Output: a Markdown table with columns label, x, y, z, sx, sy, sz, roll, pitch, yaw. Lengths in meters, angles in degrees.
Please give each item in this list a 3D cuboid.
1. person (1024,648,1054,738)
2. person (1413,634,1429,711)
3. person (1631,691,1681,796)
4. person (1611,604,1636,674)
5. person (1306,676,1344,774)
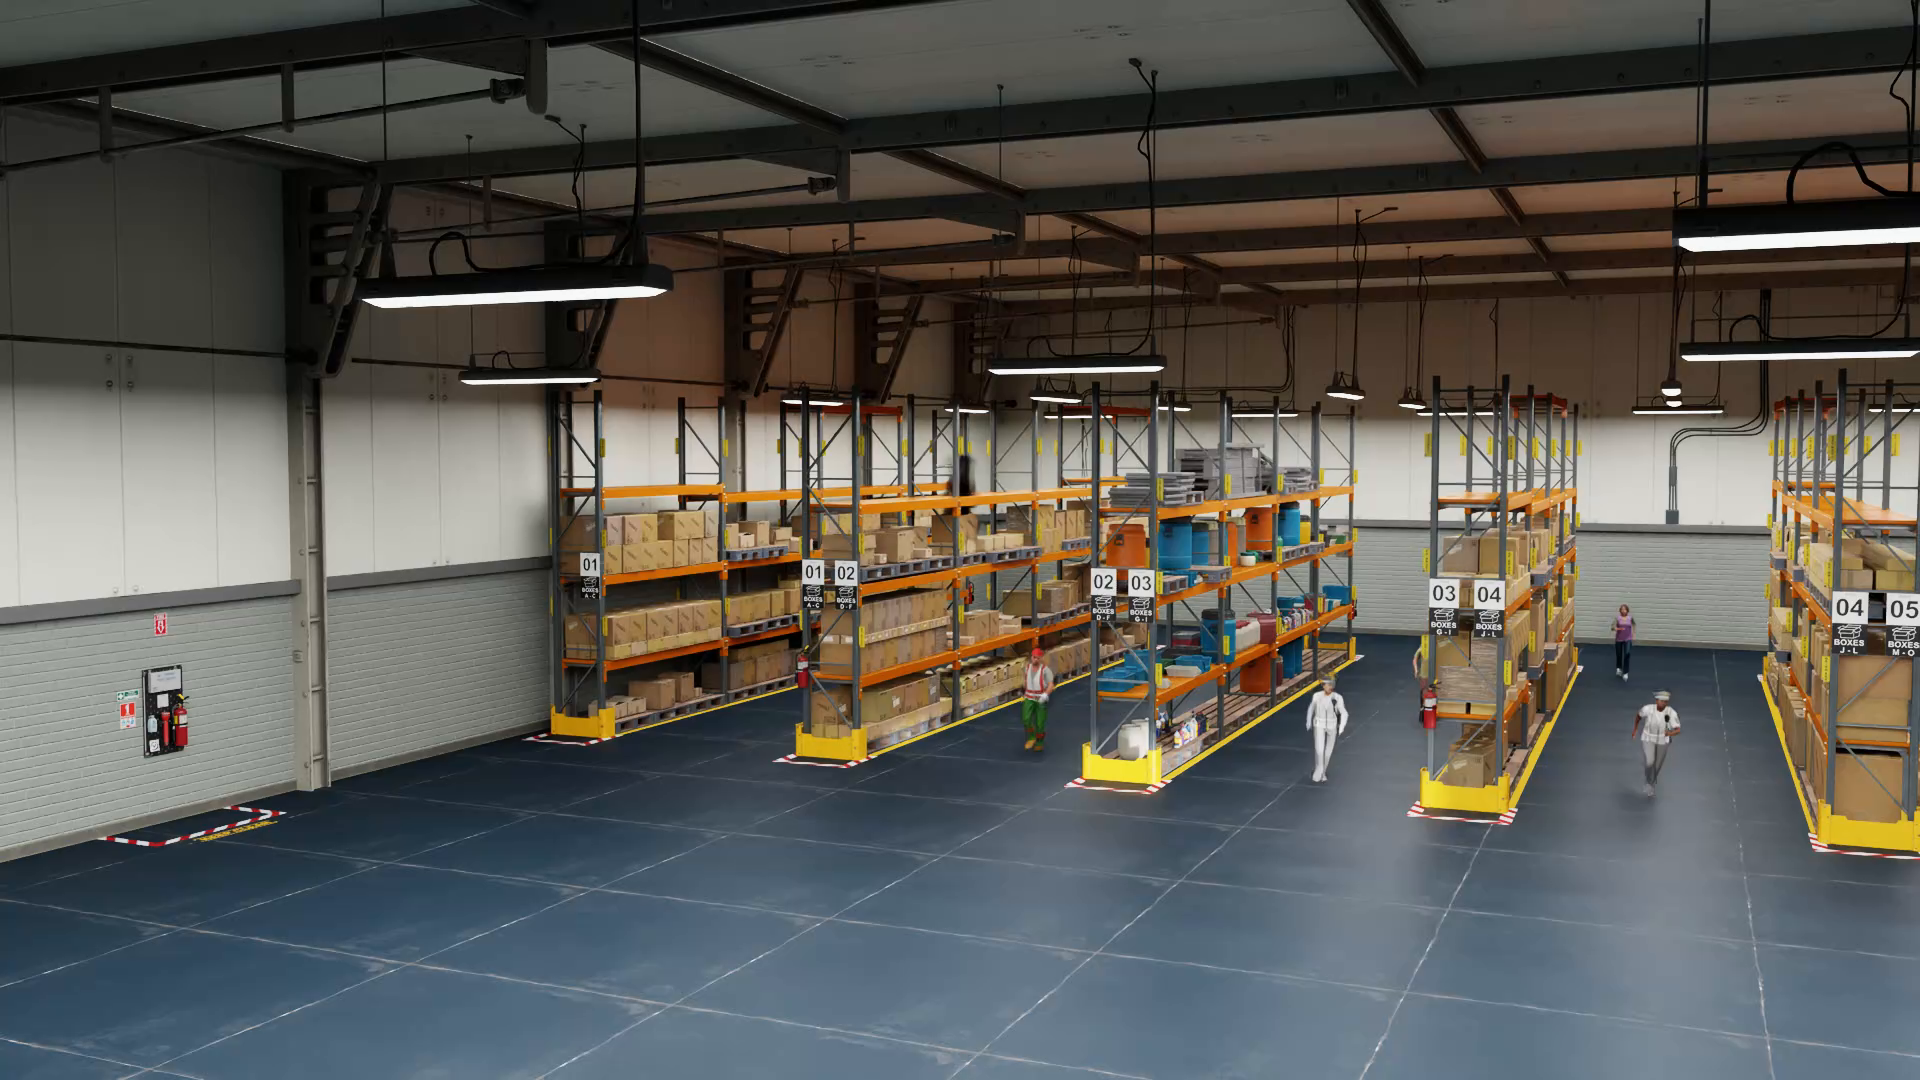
| label | x | y | z | sx | sy | sz | roll | pitch | yaw |
| --- | --- | --- | --- | --- | --- | --- | --- | --- | --- |
| person | -1.347 | 2.289 | 31.143 | 8.115 | 1.516 | 6.447 | 1 | 3 | 19 |
| person | 8.642 | 2.516 | 30.587 | 0.591 | 1.625 | 0.614 | 1 | 3 | 10 |
| person | 9.963 | 2.892 | 23.804 | 0.584 | 1.545 | 0.959 | 1 | 3 | 10 |
| person | 14.351 | 2.130 | 35.977 | 0.531 | 1.491 | 0.809 | 1 | 3 | 17 |
| person | 5.432 | 2.774 | 24.688 | 0.490 | 1.549 | 0.762 | 0 | 3 | 5 |
